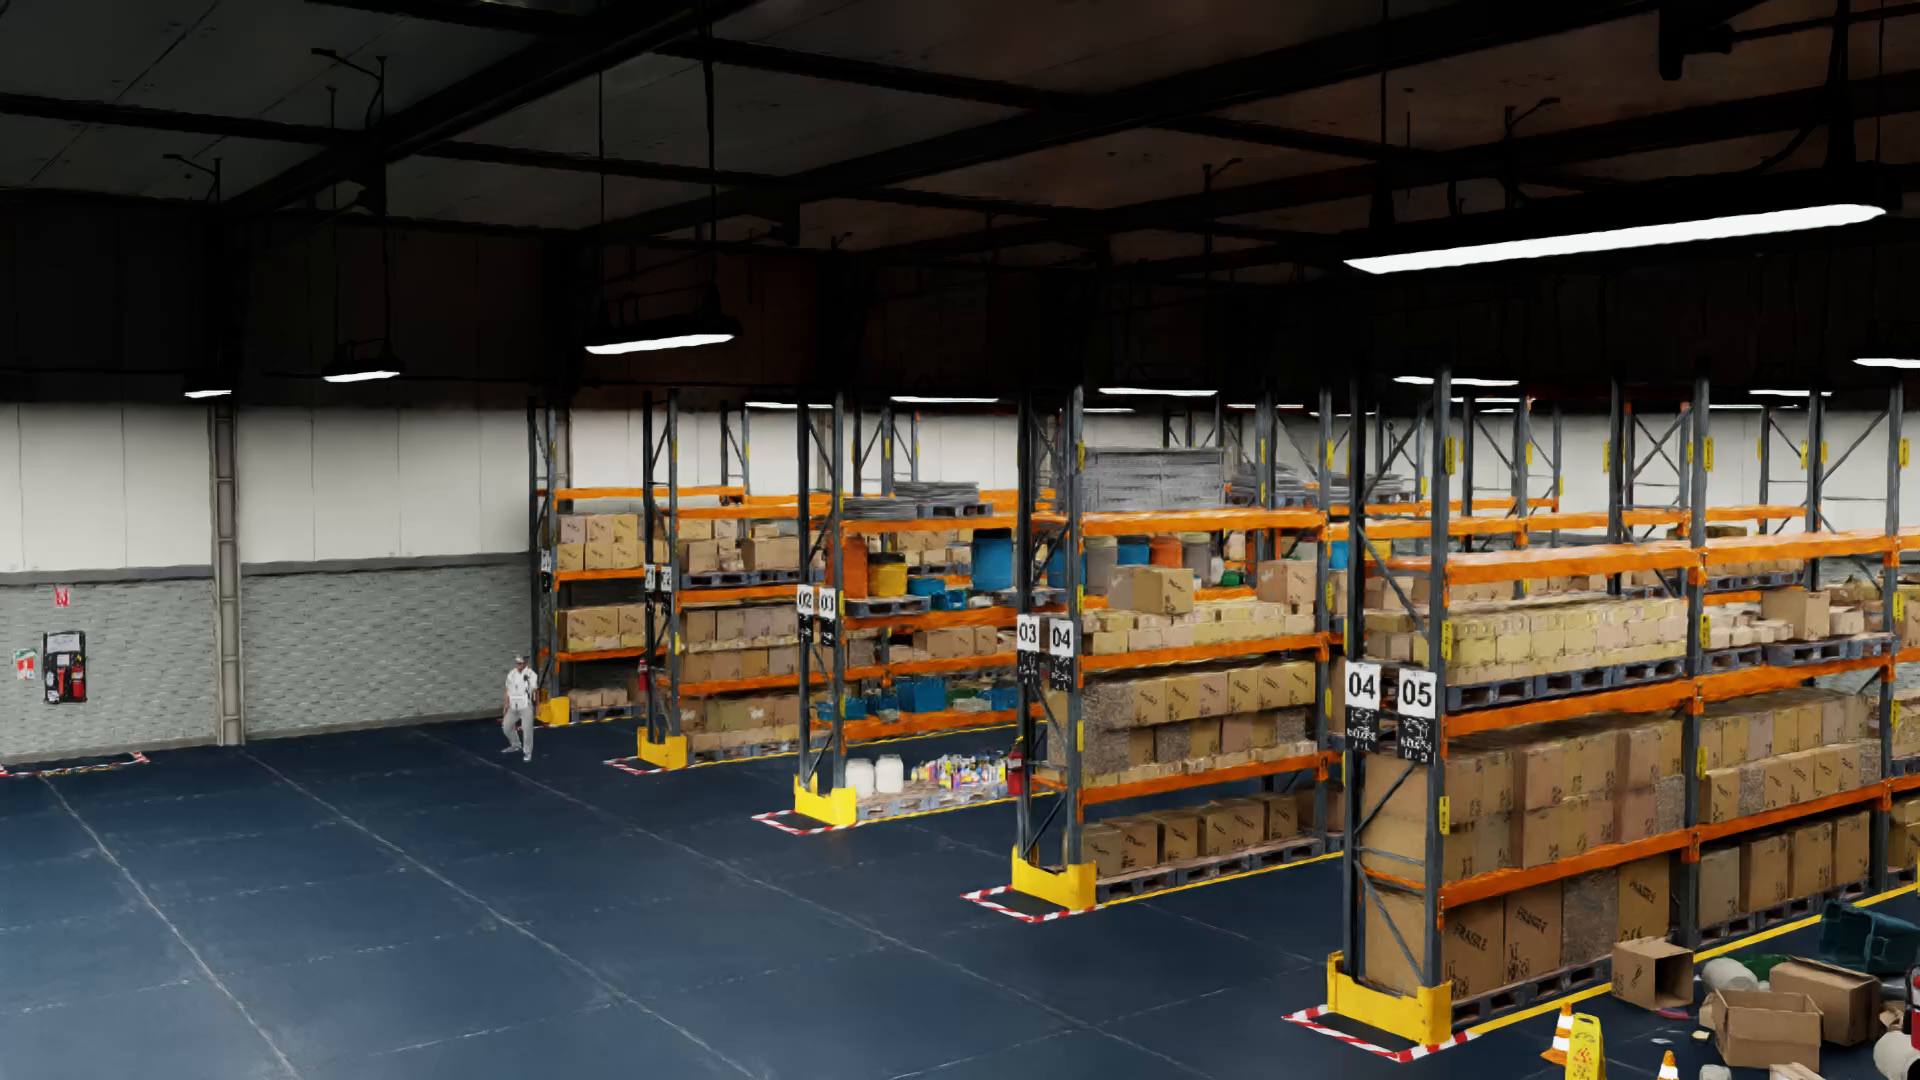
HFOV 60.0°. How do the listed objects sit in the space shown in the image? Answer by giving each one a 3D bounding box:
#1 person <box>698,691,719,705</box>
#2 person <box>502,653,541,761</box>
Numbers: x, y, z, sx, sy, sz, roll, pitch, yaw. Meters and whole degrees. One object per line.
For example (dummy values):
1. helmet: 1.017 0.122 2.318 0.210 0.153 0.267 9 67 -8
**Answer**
1. person: -4.587 2.606 29.556 0.469 1.588 1.081 3 5 45
2. person: -7.194 2.696 27.065 0.736 1.742 0.554 1 3 14
